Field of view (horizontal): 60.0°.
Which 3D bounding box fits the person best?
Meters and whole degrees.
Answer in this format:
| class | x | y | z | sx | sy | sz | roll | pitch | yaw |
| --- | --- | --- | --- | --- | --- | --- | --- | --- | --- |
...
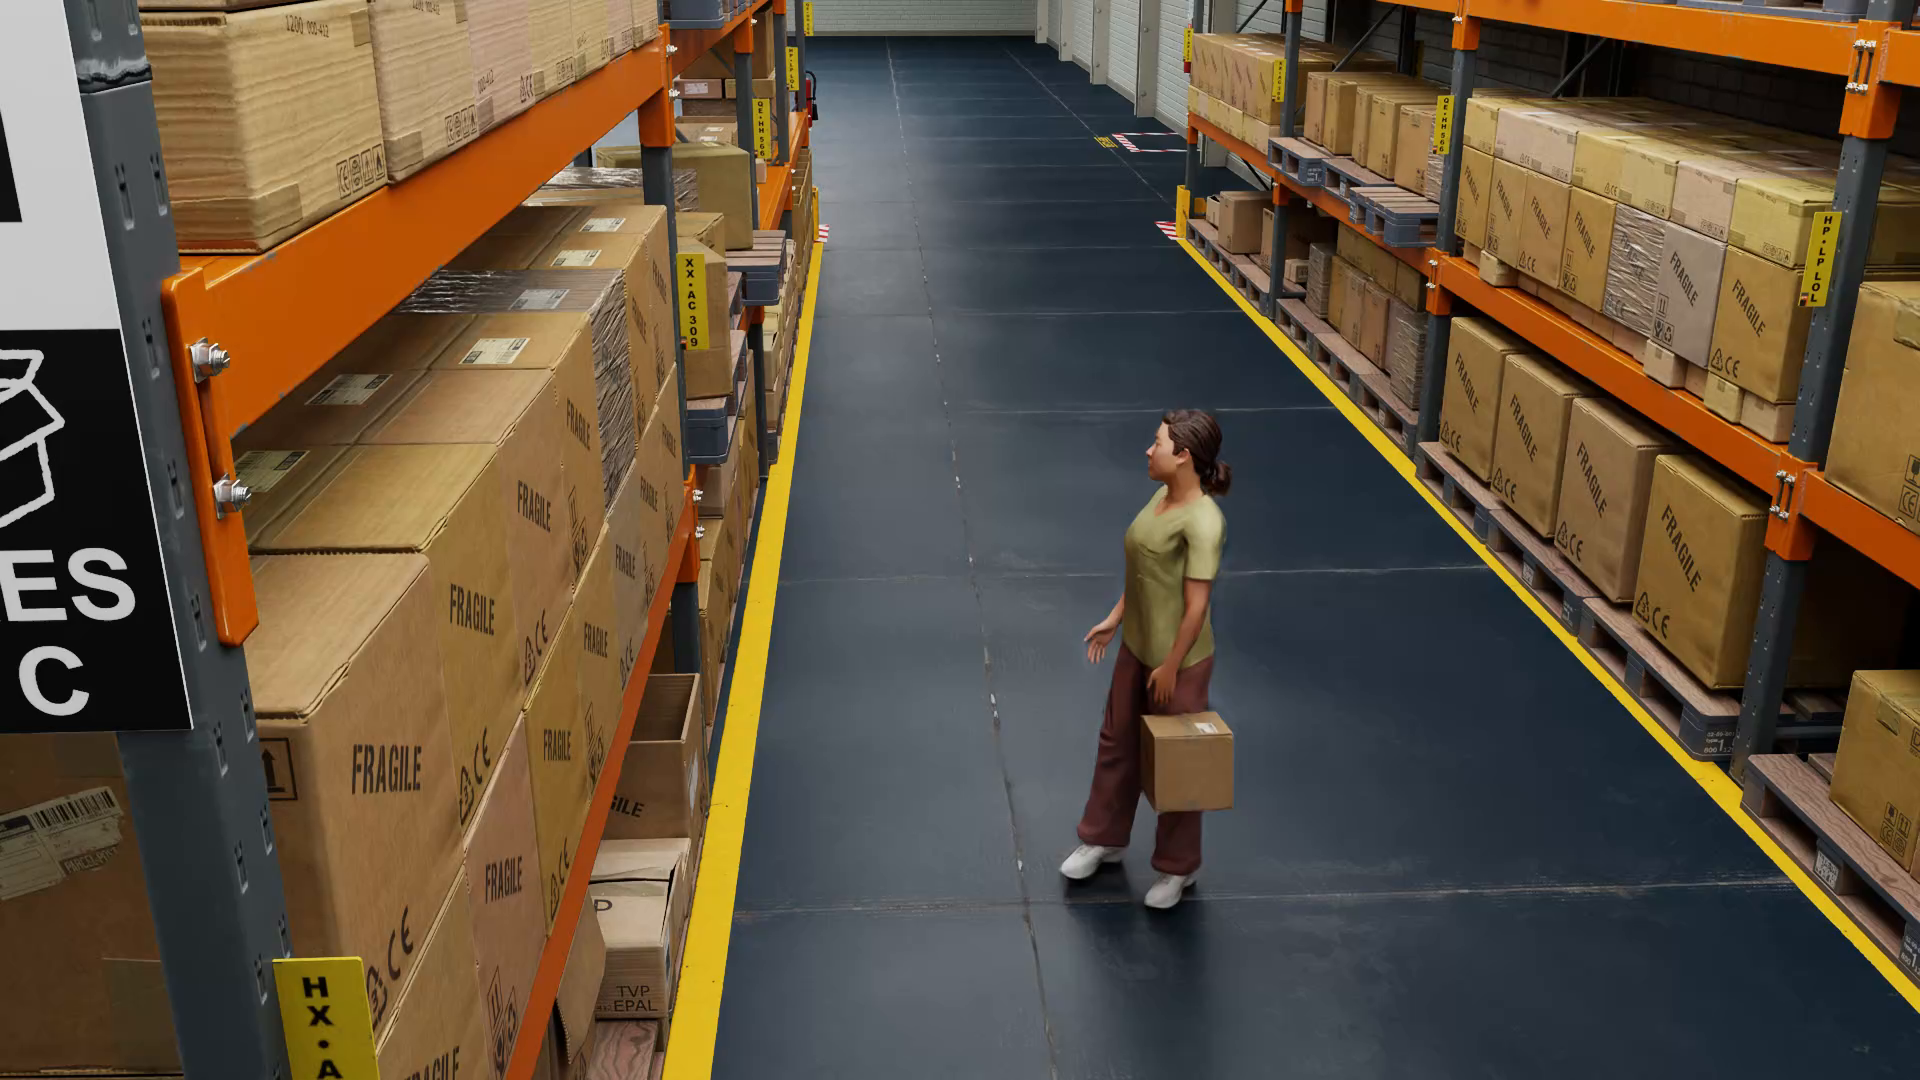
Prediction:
| class | x | y | z | sx | sy | sz | roll | pitch | yaw |
| --- | --- | --- | --- | --- | --- | --- | --- | --- | --- |
| person | 0.619 | 0.409 | 5.471 | 0.540 | 1.654 | 0.463 | -7 | 22 | -19 |
